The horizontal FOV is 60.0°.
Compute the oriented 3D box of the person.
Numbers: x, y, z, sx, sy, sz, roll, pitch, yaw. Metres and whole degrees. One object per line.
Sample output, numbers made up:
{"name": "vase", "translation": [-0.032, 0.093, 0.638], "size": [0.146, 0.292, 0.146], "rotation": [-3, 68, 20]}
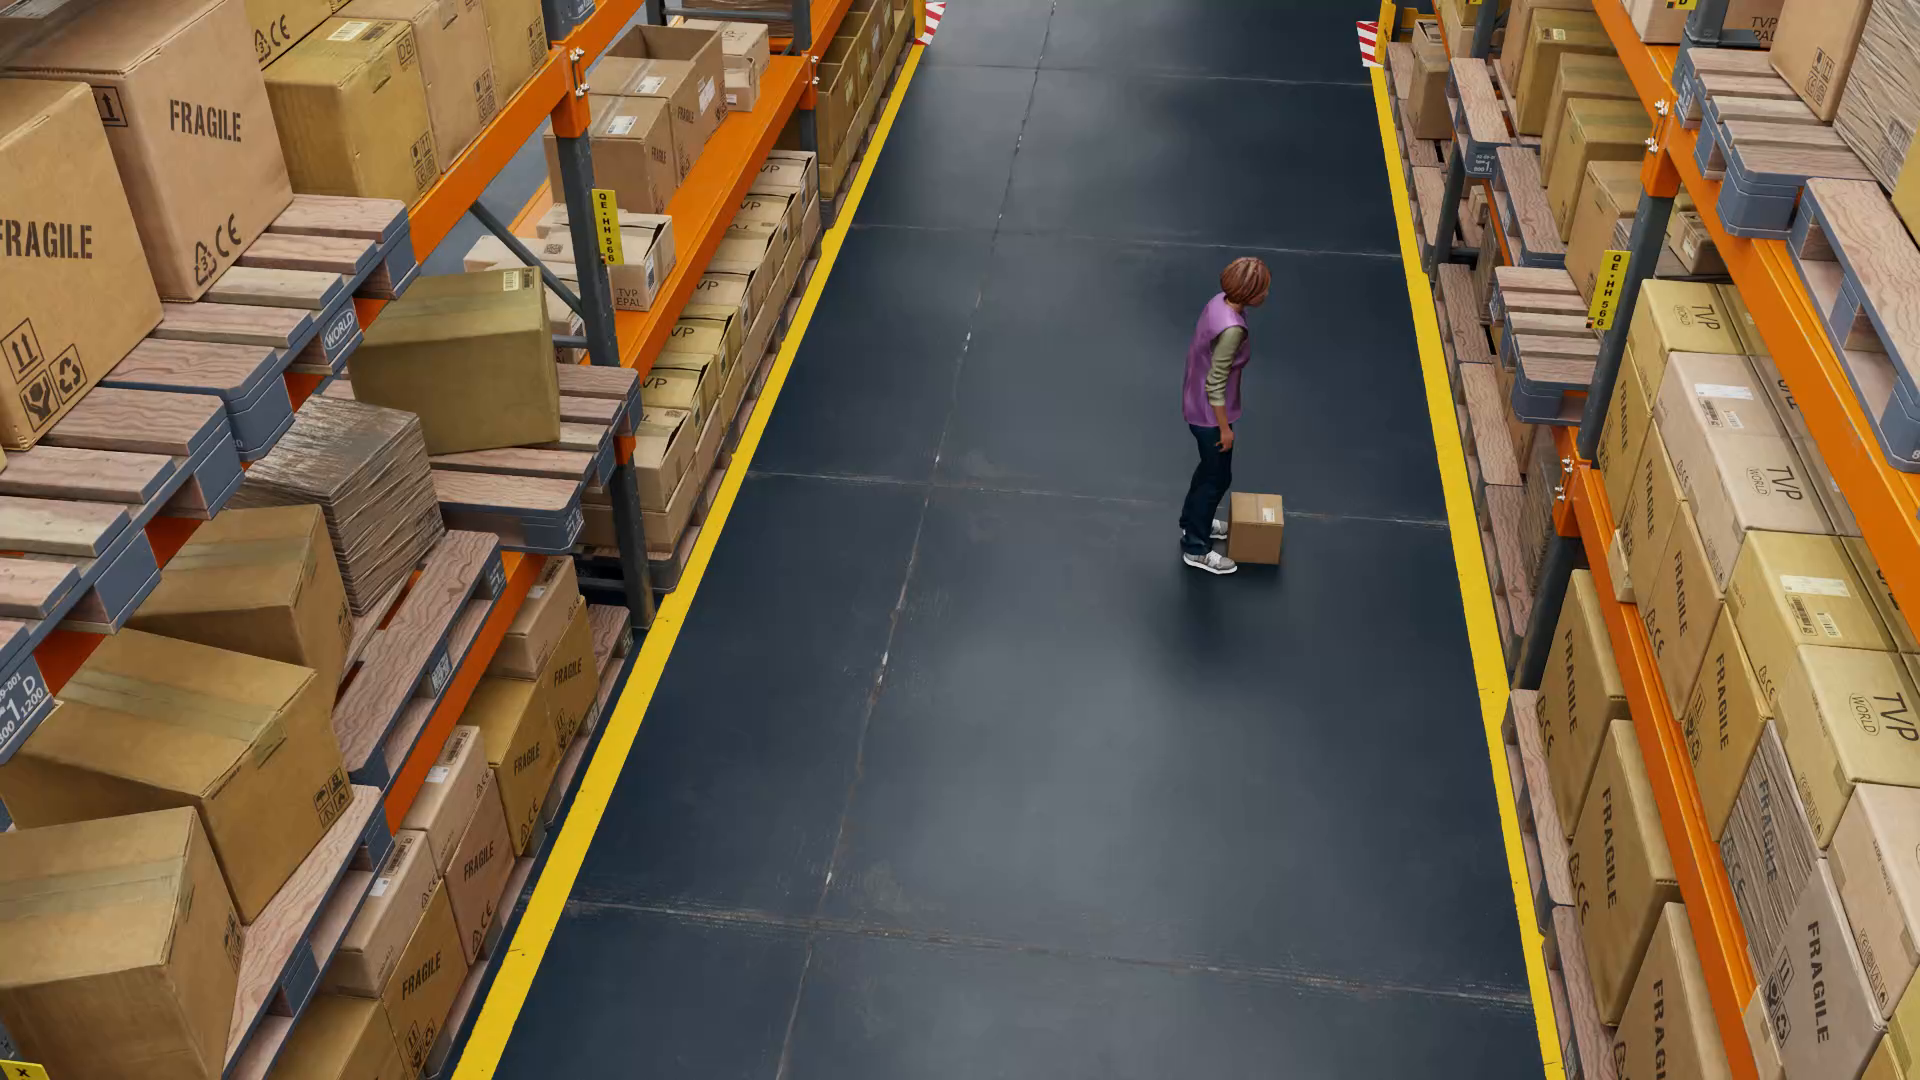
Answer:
{"name": "person", "translation": [1.221, -0.608, 7.863], "size": [0.344, 1.593, 0.462], "rotation": [4, 37, 6]}
